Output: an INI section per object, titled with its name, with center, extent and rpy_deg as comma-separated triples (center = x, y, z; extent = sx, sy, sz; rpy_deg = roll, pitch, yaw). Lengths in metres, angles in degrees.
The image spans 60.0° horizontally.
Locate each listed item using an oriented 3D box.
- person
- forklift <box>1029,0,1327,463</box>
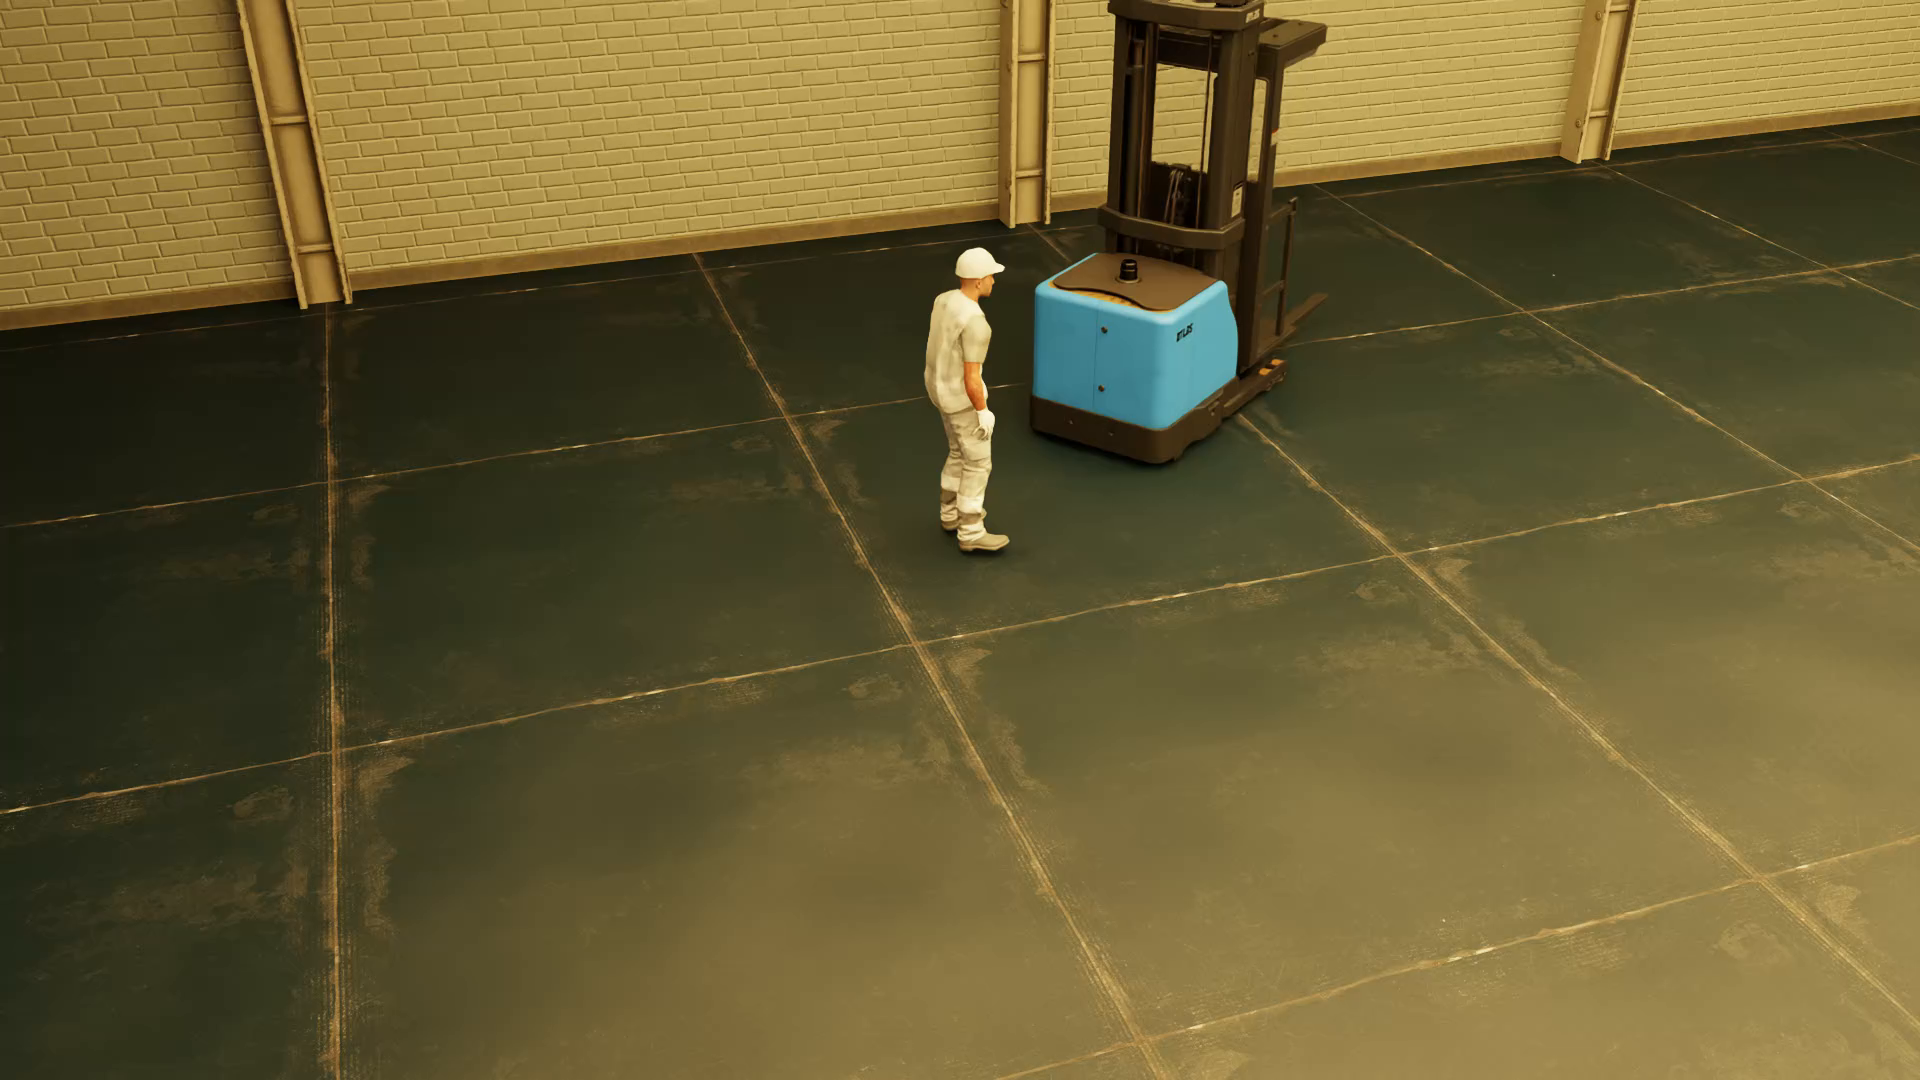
[person]
center = 0.041, -0.814, 9.583
extent = 0.452, 1.776, 0.608
rpy_deg = -11, 32, -18
[forklift]
center = 1.716, -2.451, 11.347
extent = 1.130, 2.935, 3.031
rpy_deg = 19, 35, 29
